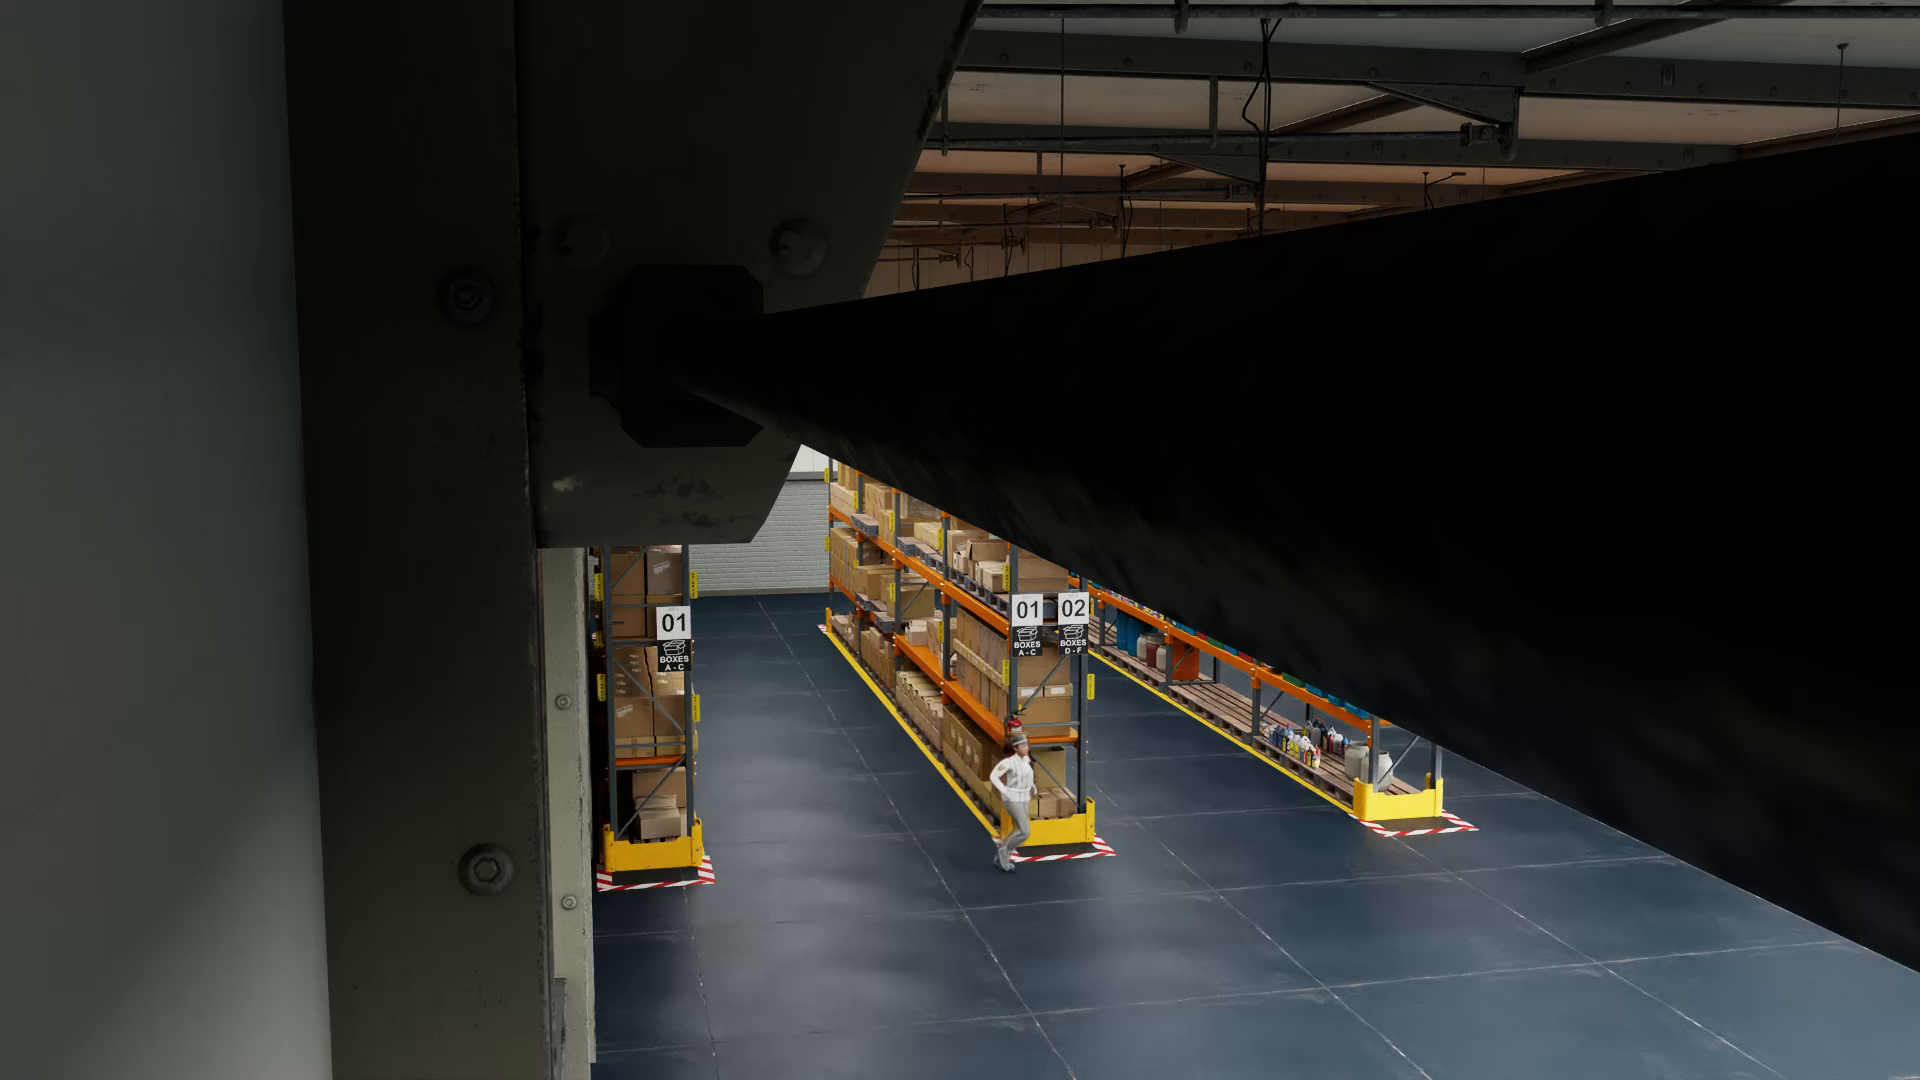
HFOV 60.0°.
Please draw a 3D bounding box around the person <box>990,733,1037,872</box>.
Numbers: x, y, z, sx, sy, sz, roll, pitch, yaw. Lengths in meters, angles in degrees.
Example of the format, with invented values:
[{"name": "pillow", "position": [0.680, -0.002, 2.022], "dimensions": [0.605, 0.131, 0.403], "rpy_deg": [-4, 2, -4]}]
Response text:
[{"name": "person", "position": [0.695, 3.137, 19.971], "dimensions": [0.552, 1.659, 0.643], "rpy_deg": [5, 9, 38]}]
